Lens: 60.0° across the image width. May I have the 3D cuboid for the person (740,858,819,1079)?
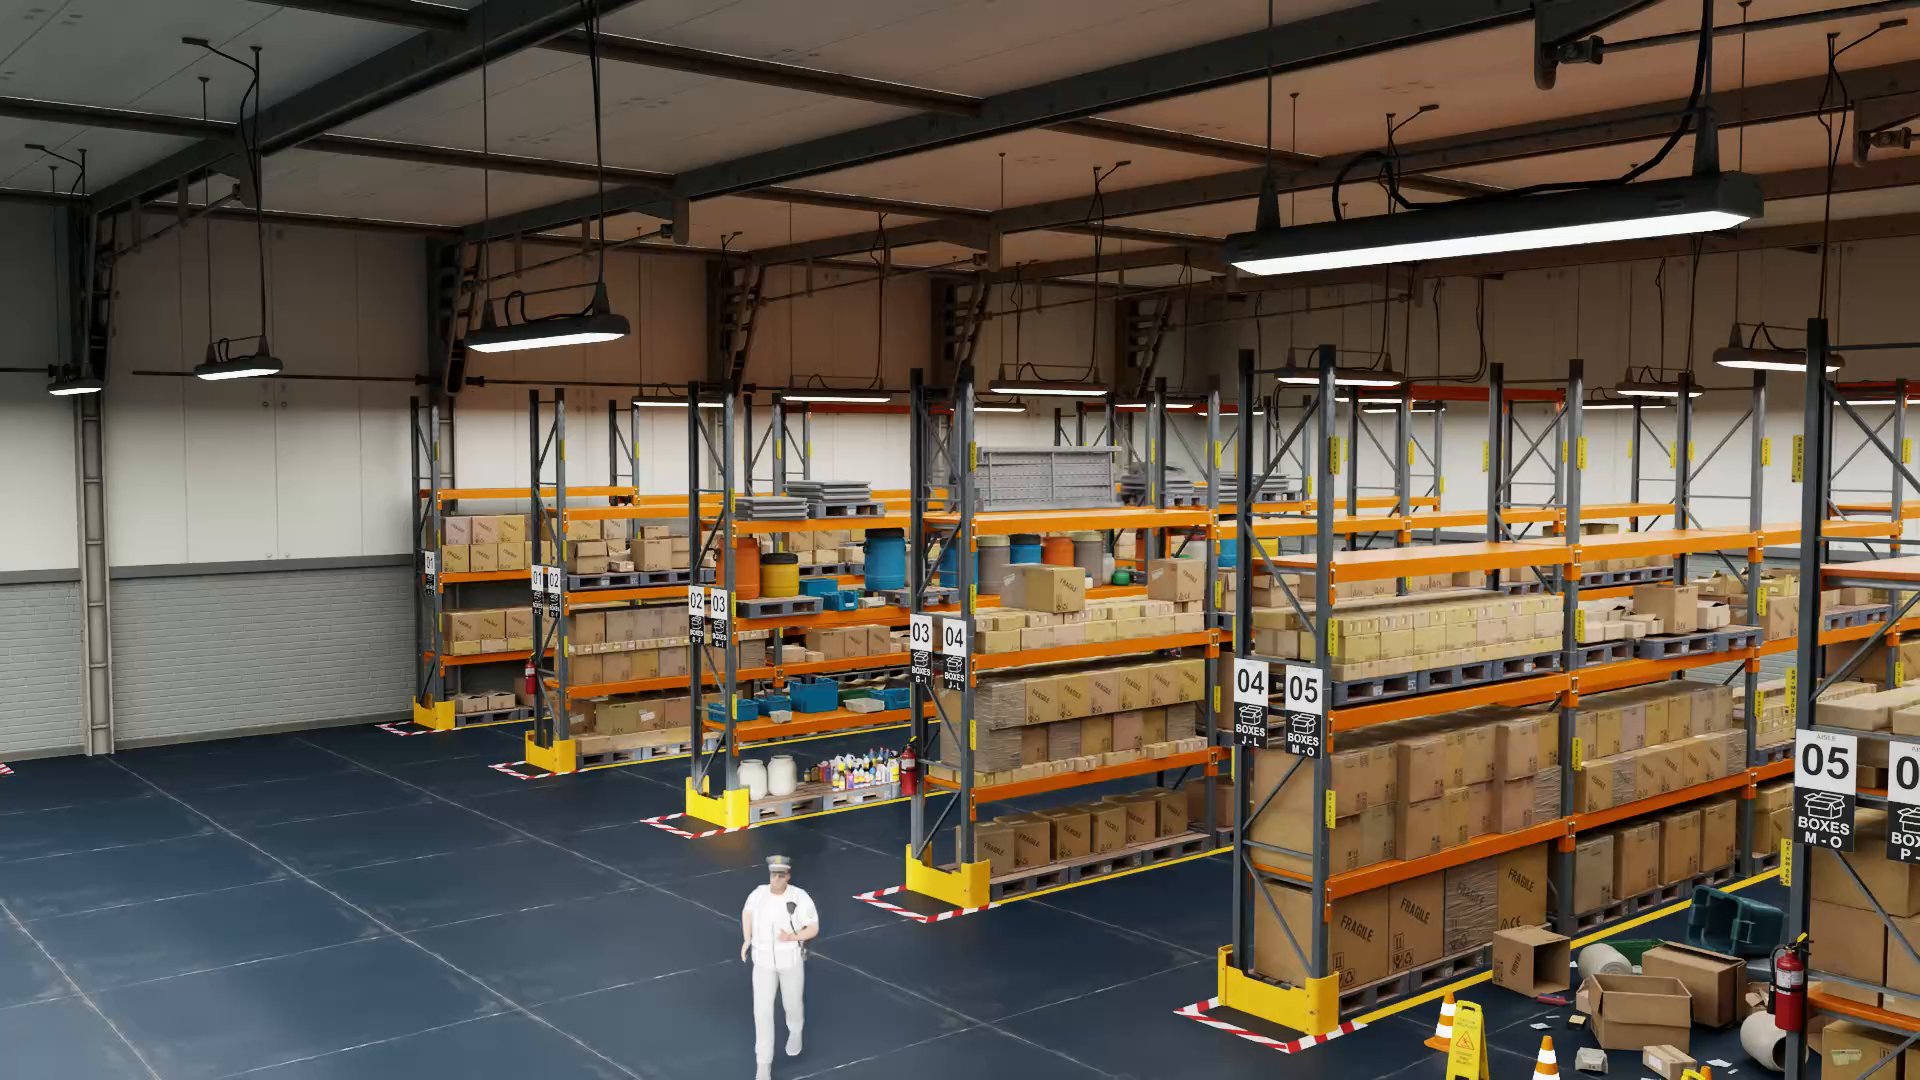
[{"bbox_3d":[-1.484,3.450,13.568,0.677,1.764,0.986,0,3,3],"label":"person"}]
